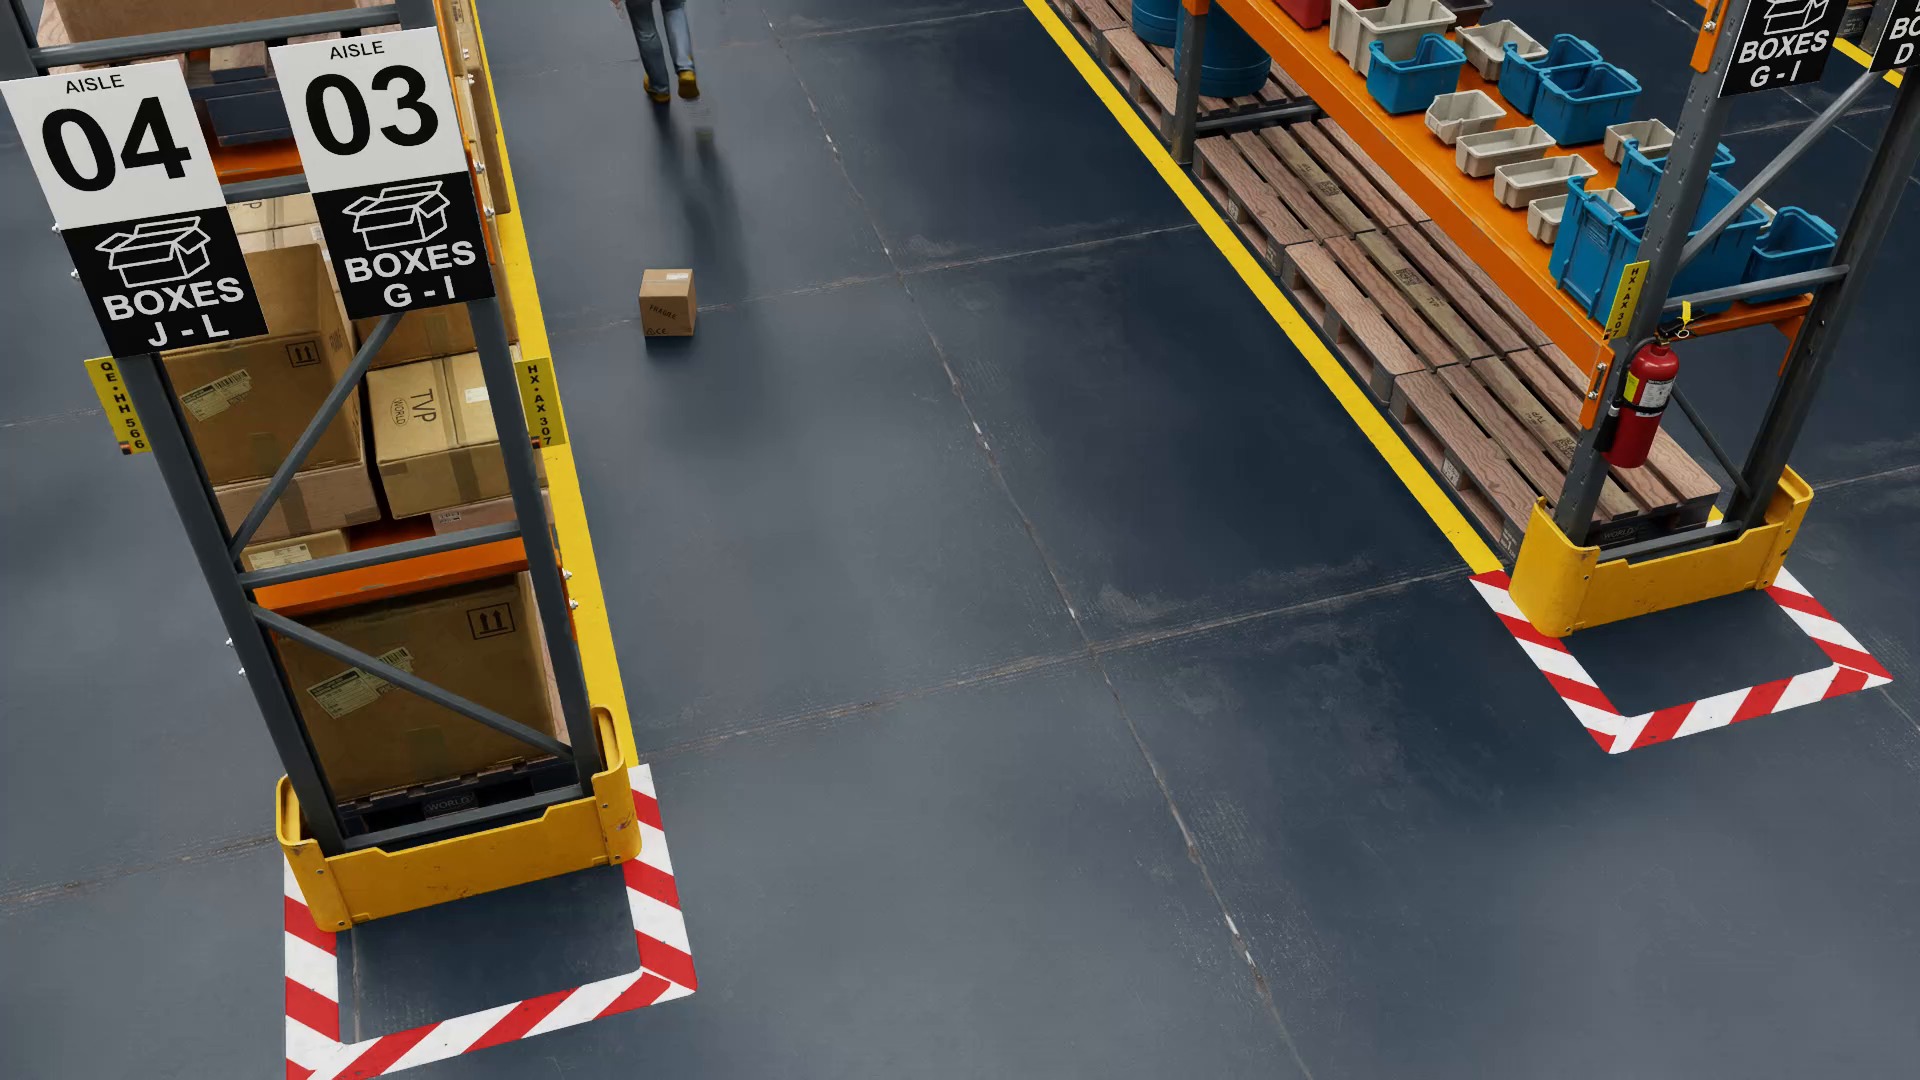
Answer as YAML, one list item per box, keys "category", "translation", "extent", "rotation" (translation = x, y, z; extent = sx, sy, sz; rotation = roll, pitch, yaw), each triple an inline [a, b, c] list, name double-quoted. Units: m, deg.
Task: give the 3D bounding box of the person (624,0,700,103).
- category: "person"
  translation: [-1.863, -3.444, 9.942]
  extent: [0.596, 1.760, 0.520]
  rotation: [-12, 43, -13]
